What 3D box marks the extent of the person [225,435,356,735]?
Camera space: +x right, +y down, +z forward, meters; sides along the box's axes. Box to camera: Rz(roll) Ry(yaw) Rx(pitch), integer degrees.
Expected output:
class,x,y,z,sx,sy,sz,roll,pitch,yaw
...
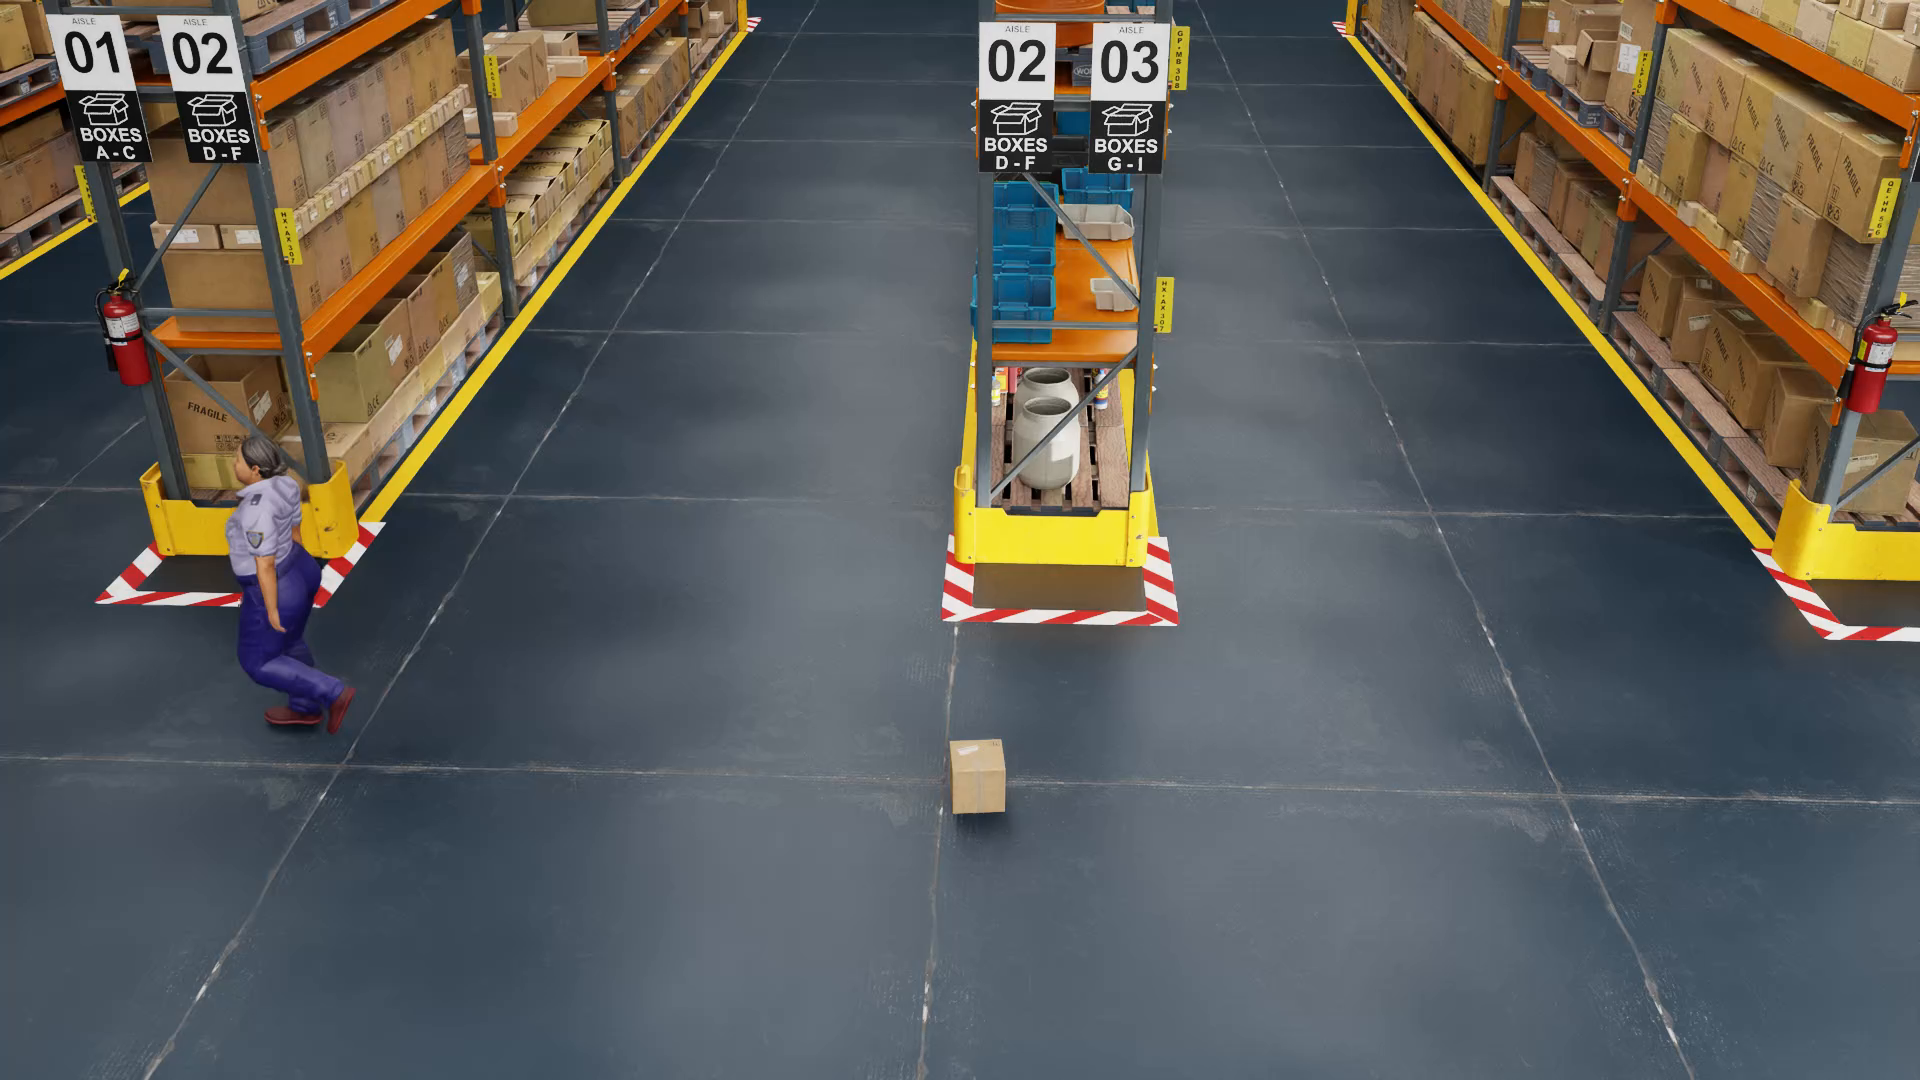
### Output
class,x,y,z,sx,sy,sz,roll,pitch,yaw
person,-3.299,0.251,8.151,0.577,1.603,0.478,1,28,2
